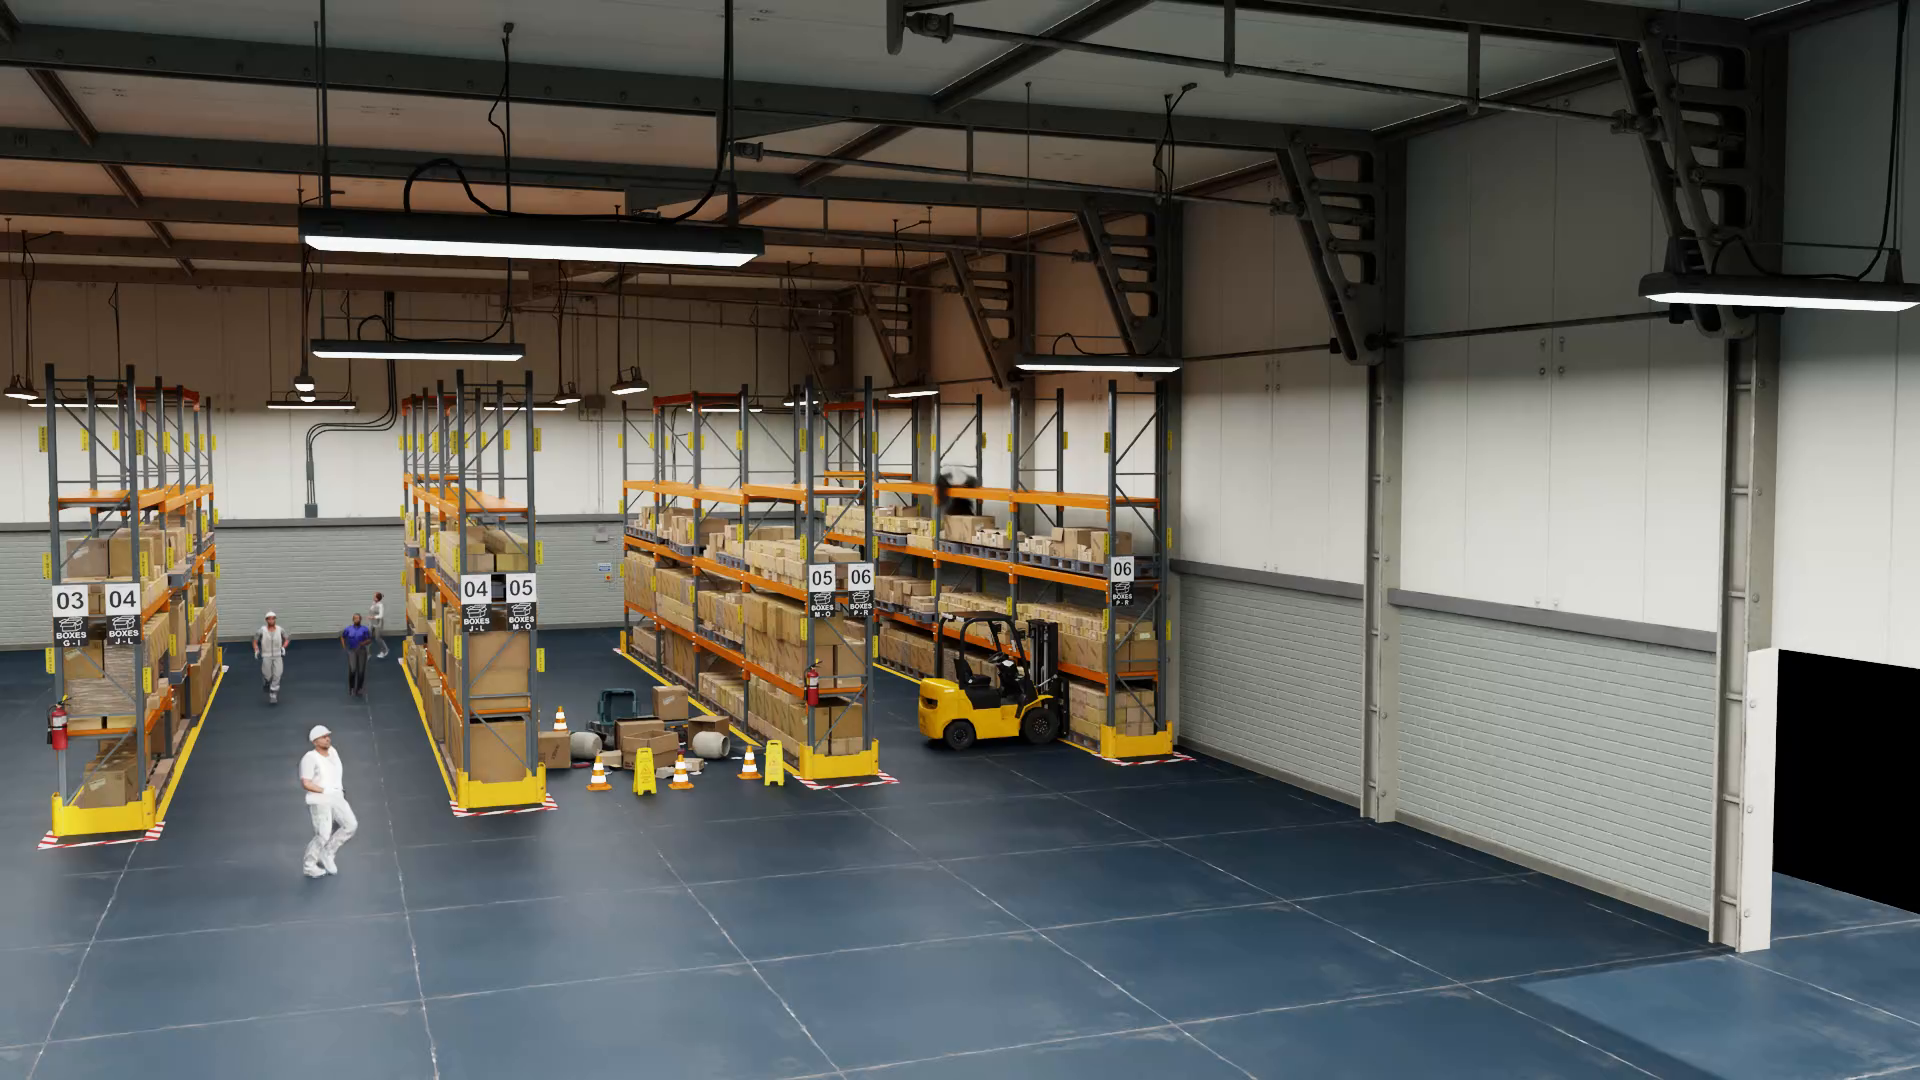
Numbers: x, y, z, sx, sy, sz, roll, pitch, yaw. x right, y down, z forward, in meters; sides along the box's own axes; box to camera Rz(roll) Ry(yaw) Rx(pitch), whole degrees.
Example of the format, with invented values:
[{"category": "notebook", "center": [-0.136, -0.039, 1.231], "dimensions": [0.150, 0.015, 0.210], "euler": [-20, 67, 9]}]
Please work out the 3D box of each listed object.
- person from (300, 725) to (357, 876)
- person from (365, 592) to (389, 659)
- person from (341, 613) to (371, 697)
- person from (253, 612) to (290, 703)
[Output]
[{"category": "person", "center": [-7.285, 2.998, 19.152], "dimensions": [0.614, 1.740, 0.686], "euler": [1, 3, 17]}, {"category": "person", "center": [-13.351, 1.987, 38.182], "dimensions": [0.522, 1.619, 0.688], "euler": [2, 4, 33]}, {"category": "person", "center": [-11.887, 2.263, 32.763], "dimensions": [0.555, 1.639, 0.651], "euler": [-1, 4, -23]}, {"category": "person", "center": [-13.307, 2.258, 32.159], "dimensions": [0.662, 1.741, 0.607], "euler": [-2, 4, -29]}]
